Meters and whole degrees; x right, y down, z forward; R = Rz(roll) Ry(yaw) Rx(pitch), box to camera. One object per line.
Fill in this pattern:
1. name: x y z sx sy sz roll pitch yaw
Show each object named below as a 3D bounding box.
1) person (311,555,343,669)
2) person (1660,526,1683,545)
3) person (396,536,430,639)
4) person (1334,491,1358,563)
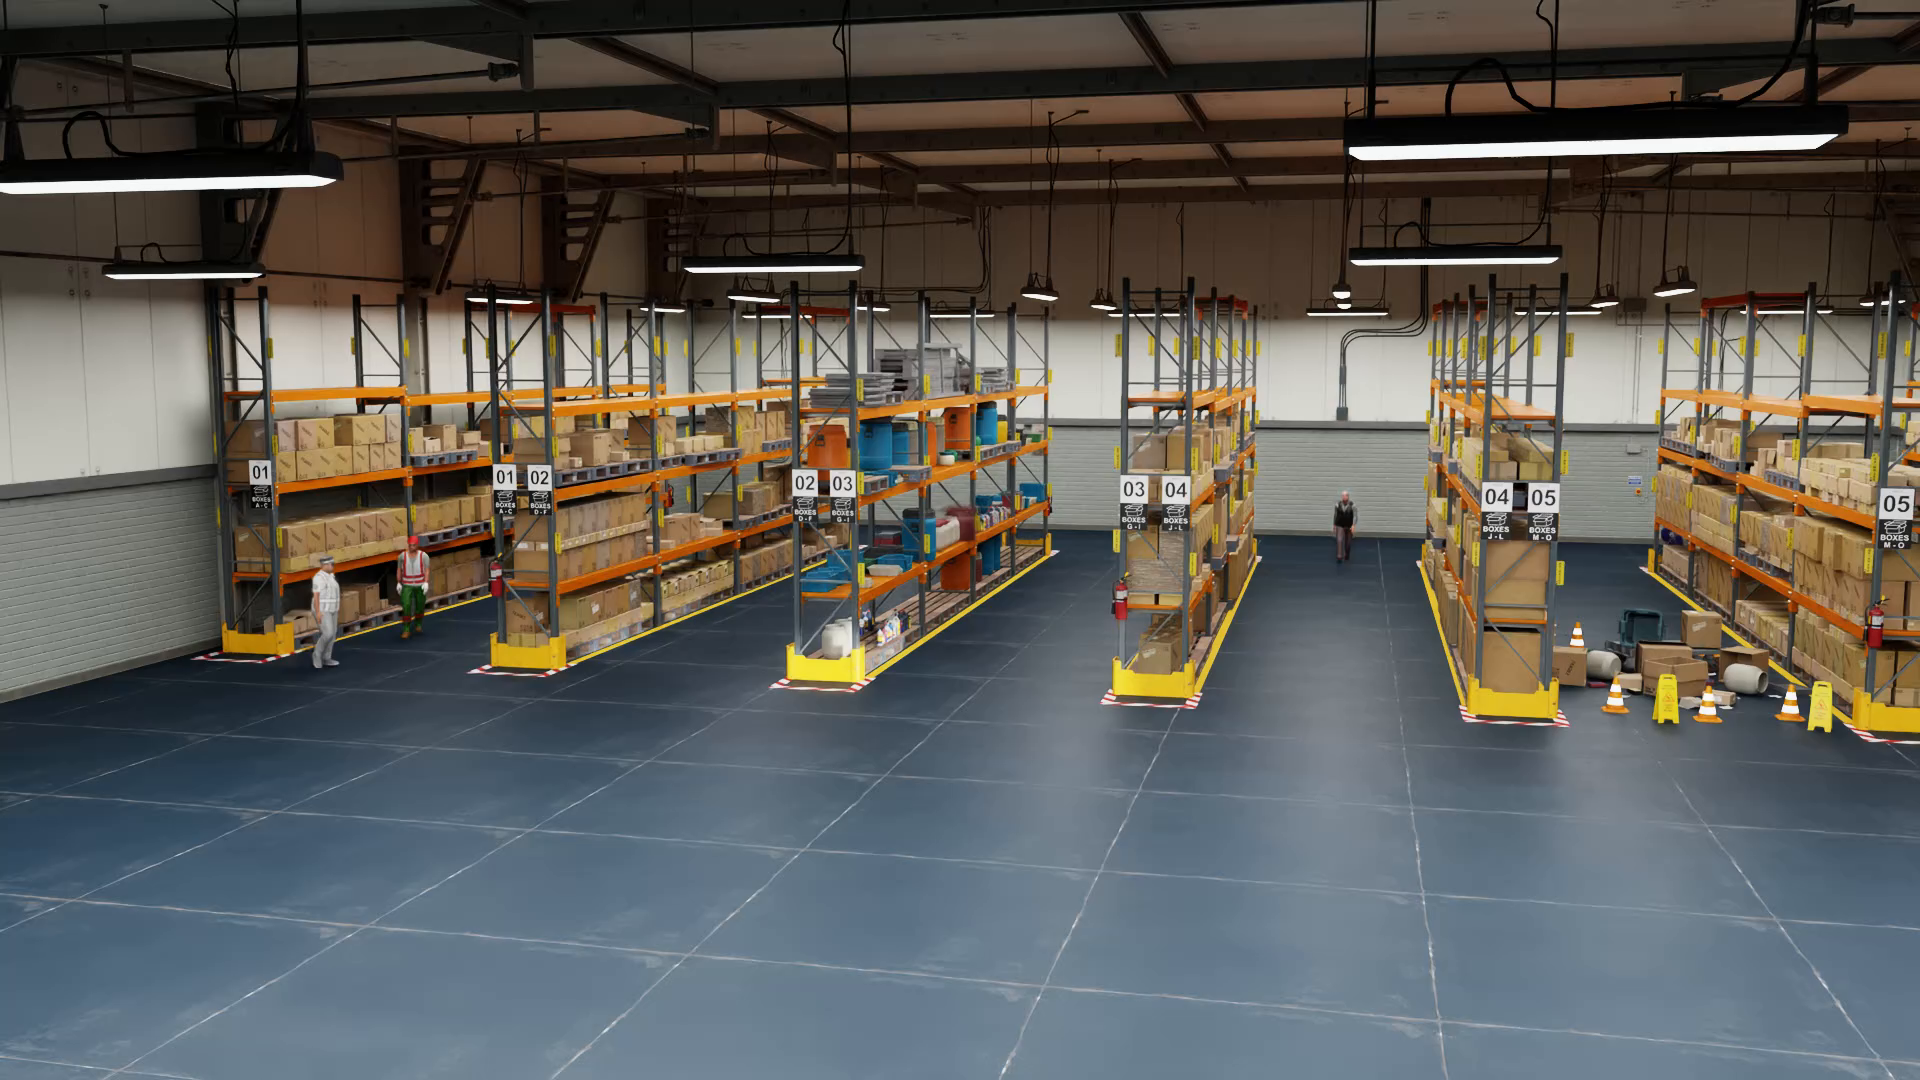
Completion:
1. person: -9.970 1.124 26.158 0.440 1.782 0.562 2 7 15
2. person: 17.262 -0.418 40.202 0.459 1.670 0.507 -1 7 -11
3. person: -9.508 0.788 28.944 0.557 1.740 0.944 -2 7 -20
4. person: 9.015 -0.307 38.843 0.525 1.655 1.082 1 7 8
